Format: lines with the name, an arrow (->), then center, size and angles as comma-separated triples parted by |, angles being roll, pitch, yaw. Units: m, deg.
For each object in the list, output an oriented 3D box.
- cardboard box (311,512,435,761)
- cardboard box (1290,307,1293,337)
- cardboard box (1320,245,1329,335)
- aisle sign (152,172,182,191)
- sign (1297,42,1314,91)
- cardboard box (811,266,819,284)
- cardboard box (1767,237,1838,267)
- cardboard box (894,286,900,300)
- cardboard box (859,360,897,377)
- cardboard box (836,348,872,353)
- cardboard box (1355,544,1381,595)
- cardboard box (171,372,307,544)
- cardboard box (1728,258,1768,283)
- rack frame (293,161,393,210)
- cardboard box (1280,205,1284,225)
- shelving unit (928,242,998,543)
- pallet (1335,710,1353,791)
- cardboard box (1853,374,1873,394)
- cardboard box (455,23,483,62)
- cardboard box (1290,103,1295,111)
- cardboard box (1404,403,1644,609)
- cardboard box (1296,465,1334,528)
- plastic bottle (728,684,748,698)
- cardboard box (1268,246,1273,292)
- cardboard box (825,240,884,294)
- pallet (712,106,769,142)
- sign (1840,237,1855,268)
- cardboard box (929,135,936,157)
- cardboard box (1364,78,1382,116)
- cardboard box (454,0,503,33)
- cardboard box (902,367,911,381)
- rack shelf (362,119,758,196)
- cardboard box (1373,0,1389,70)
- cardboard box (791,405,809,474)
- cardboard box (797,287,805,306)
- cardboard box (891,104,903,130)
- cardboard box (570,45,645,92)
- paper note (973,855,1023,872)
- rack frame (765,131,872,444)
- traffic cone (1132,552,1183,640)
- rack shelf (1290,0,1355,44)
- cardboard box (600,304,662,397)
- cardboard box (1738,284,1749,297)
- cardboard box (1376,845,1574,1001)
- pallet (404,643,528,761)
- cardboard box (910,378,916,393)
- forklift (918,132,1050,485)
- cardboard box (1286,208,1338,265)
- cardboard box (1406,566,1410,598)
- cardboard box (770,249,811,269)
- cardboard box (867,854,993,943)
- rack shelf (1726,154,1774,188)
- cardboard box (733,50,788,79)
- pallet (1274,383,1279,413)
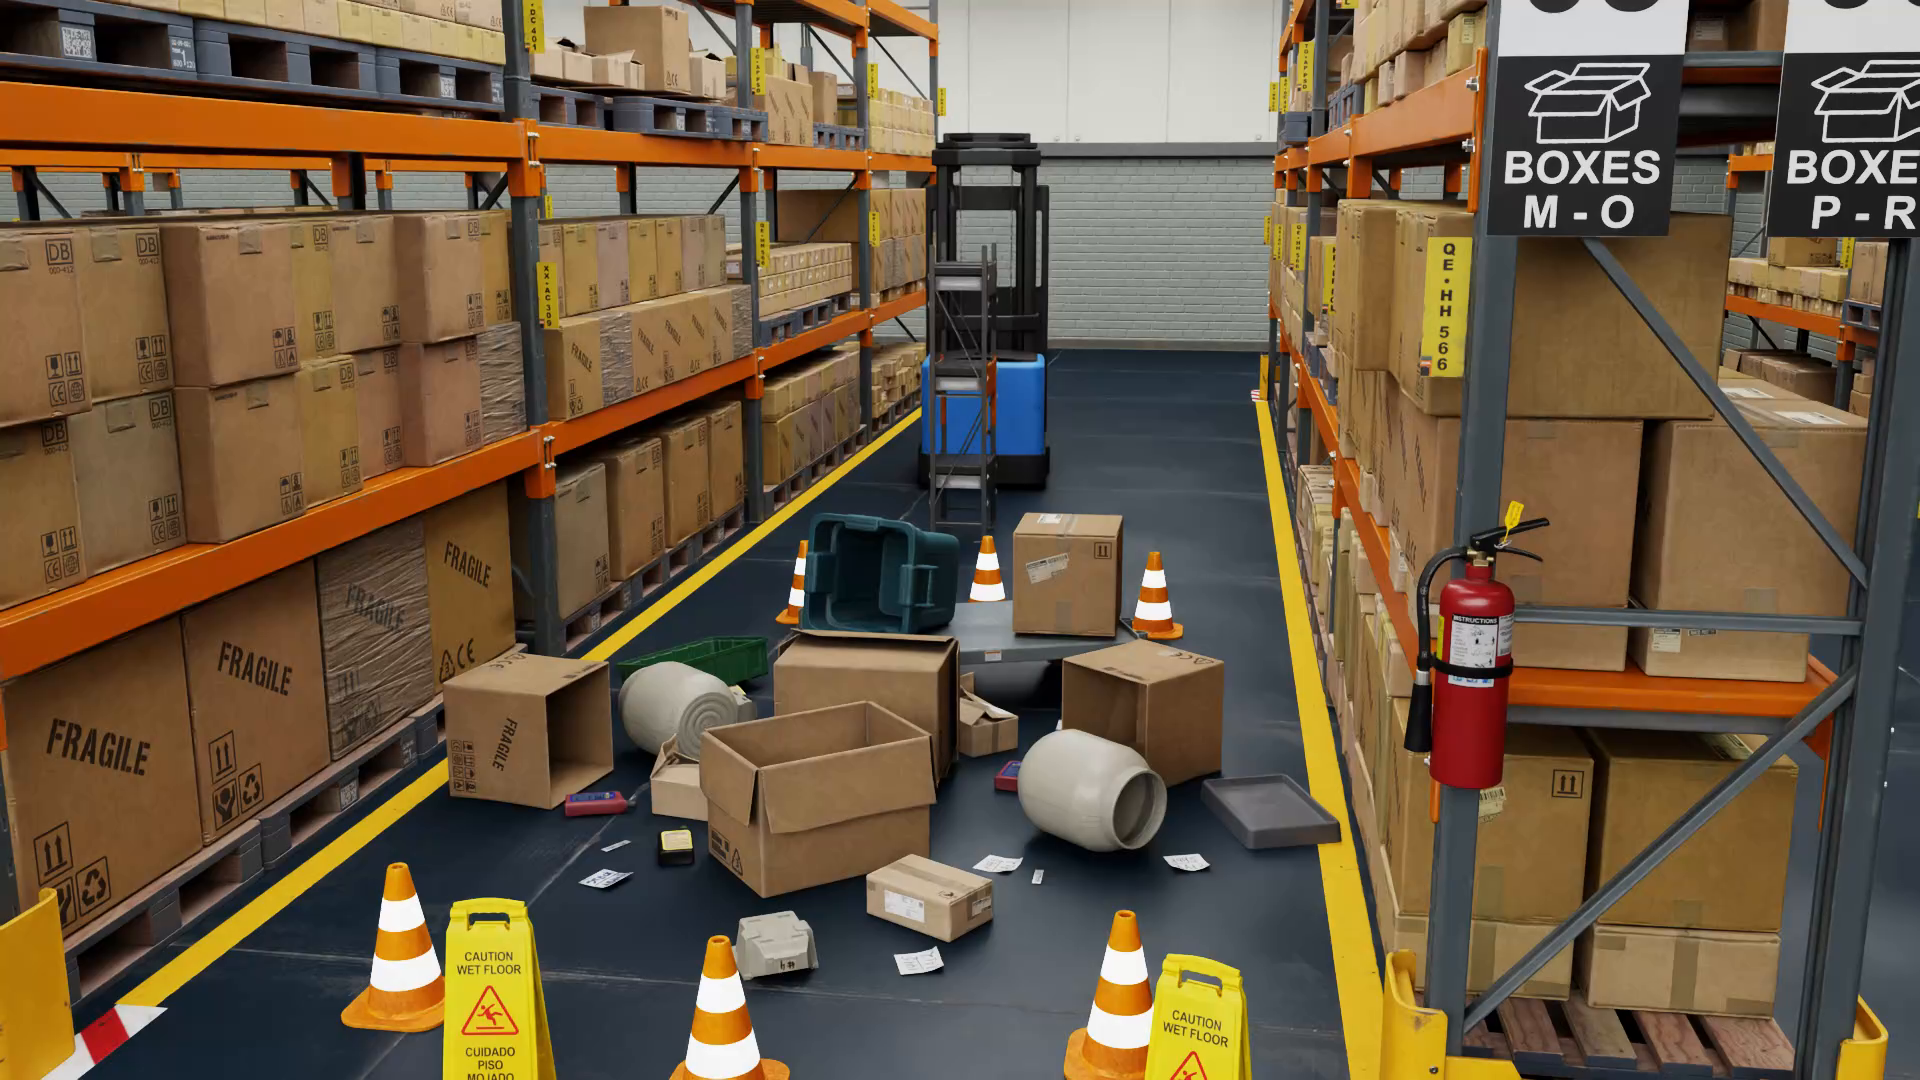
cardboard box -> -2.904, 0.374, 7.185 | 0.875, 0.875, 0.875 | 2, 12, 9
cardboard box -> 2.896, -1.721, 13.213 | 0.500, 0.250, 0.500 | 2, 12, 8
cardboard box -> 2.388, -1.459, 9.704 | 0.500, 0.500, 0.500 | 1, 12, 7
aisle sign -> -10.237, -4.892, 21.404 | 0.394, 0.787, 0.004 | 2, 12, 9
sign -> 2.371, -3.247, 11.403 | 0.100, 0.325, 0.005 | 2, 12, 9
cardboard box -> -1.438, -2.305, 14.464 | 0.380, 0.149, 0.250 | 2, 12, 9
cardboard box -> 8.487, -3.015, 16.734 | 0.500, 0.500, 0.500 | 2, 12, 10
cardboard box -> -0.852, -2.642, 17.731 | 0.380, 0.149, 0.250 | 2, 12, 11
cardboard box -> -0.887, -1.824, 17.693 | 0.380, 0.149, 0.250 | 2, 12, 10
cardboard box -> -1.220, -2.114, 19.042 | 0.380, 0.149, 0.250 | 1, 12, 6
cardboard box -> 1.751, 0.120, 6.526 | 0.380, 0.149, 0.250 | 3, 12, 12
cardboard box -> -2.933, -0.323, 6.016 | 0.875, 0.550, 0.550 | 2, 12, 9
cardboard box -> 8.718, -2.961, 18.262 | 0.500, 0.250, 0.500 | 2, 12, 9
rack frame -> -6.259, -2.623, 17.044 | 1.000, 3.000, 0.127 | 2, 12, 9
cardboard box -> 3.419, -3.052, 16.424 | 0.500, 0.500, 0.500 | 2, 12, 8
shelving unit -> 0.025, -1.061, 11.932 | 0.431, 2.100, 0.503 | 2, 12, 9
pallet -> 2.235, 0.868, 7.466 | 1.003, 0.211, 1.213 | 2, 12, 9
cardboard box -> 8.121, -1.376, 14.656 | 0.380, 0.149, 0.250 | 2, 12, 11
cardboard box -> -2.382, -2.235, 7.486 | 0.380, 0.149, 0.250 | 2, 12, 10
cardboard box -> 2.993, -3.607, 14.049 | 0.380, 0.166, 0.250 | 1, 12, 5
cardboard box -> 1.499, -0.120, 4.487 | 0.500, 0.500, 0.500 | 2, 12, 8
cardboard box -> 2.821, -0.273, 11.379 | 0.950, 0.372, 0.625 | 1, 12, 5
plastic bottle -> -1.155, 0.767, 8.289 | 0.133, 0.061, 0.283 | -5, 13, -21
cardboard box -> 3.791, -3.093, 18.987 | 0.500, 0.500, 0.500 | 2, 12, 8
cardboard box -> -1.048, -2.730, 16.599 | 0.500, 0.500, 0.500 | 2, 12, 8
pallet -> -2.035, -2.847, 11.411 | 1.213, 0.211, 1.003 | 2, 12, 11
sign -> 7.901, -2.581, 14.794 | 0.100, 0.325, 0.005 | 2, 12, 9
cardboard box -> -0.567, -4.564, 19.285 | 0.500, 0.250, 0.500 | 2, 12, 7
cardboard box -> 1.915, -1.870, 7.029 | 0.380, 0.149, 0.250 | 2, 12, 9
cardboard box -> -2.426, -2.458, 7.573 | 0.500, 0.250, 0.500 | 2, 12, 8
cardboard box -> -0.760, -1.843, 18.487 | 0.380, 0.149, 0.250 | 3, 12, 11
rack shelf -> -2.296, -2.307, 10.165 | 1.077, 0.370, 4.000 | 2, 12, 9
cardboard box -> 1.805, -1.881, 6.130 | 0.500, 0.250, 0.500 | 2, 12, 9
cardboard box -> -1.554, -0.836, 13.687 | 0.500, 0.500, 0.500 | 2, 12, 9
cardboard box -> -1.518, -2.054, 14.002 | 0.380, 0.149, 0.250 | 2, 12, 9
cardboard box -> -0.890, -4.379, 17.241 | 0.500, 0.250, 0.500 | 2, 12, 10
cardboard box -> -2.106, -2.813, 9.892 | 0.396, 0.266, 0.258 | 2, 12, 9
paper note -> 0.145, 1.220, 6.287 | 0.148, 0.019, 0.142 | 7, 14, 28
rack frame -> -1.373, -2.441, 16.201 | 1.000, 3.000, 0.127 | 2, 12, 9
traffic cone -> 1.110, 0.300, 9.502 | 0.336, 0.463, 0.334 | 2, 12, 9
rack shelf -> 3.226, -4.271, 13.108 | 1.077, 0.370, 4.000 | 2, 12, 9
cardboard box -> -2.100, -1.135, 9.901 | 0.500, 0.500, 0.500 | 2, 12, 8
cardboard box -> 8.739, -2.738, 18.173 | 0.380, 0.149, 0.250 | 2, 12, 10
cardboard box -> 1.550, 1.153, 5.053 | 0.500, 0.250, 0.500 | 2, 12, 8
pallet -> -2.798, 0.743, 8.044 | 1.003, 0.211, 1.213 | 2, 12, 9
cardboard box -> -0.701, -1.753, 18.779 | 0.380, 0.149, 0.250 | 1, 12, 6
forklift -> 0.251, -2.152, 15.021 | 1.130, 2.935, 3.031 | 1, 12, 2
cardboard box -> 3.131, -2.650, 14.561 | 0.500, 0.500, 0.500 | 2, 12, 8
cardboard box -> 1.524, 0.125, 4.889 | 0.380, 0.149, 0.250 | 2, 12, 8
cardboard box -> -1.483, -2.397, 14.184 | 0.380, 0.149, 0.250 | 2, 12, 8
cardboard box -> -0.107, 1.252, 5.832 | 0.380, 0.149, 0.250 | 10, 15, 38
rack shelf -> 8.746, -3.673, 16.503 | 1.077, 0.370, 4.000 | 2, 12, 9
cardboard box -> -1.574, -3.735, 13.029 | 0.396, 0.266, 0.258 | 2, 12, 9
pallet -> 4.103, -1.602, 18.927 | 1.003, 0.211, 1.213 | 2, 12, 9
